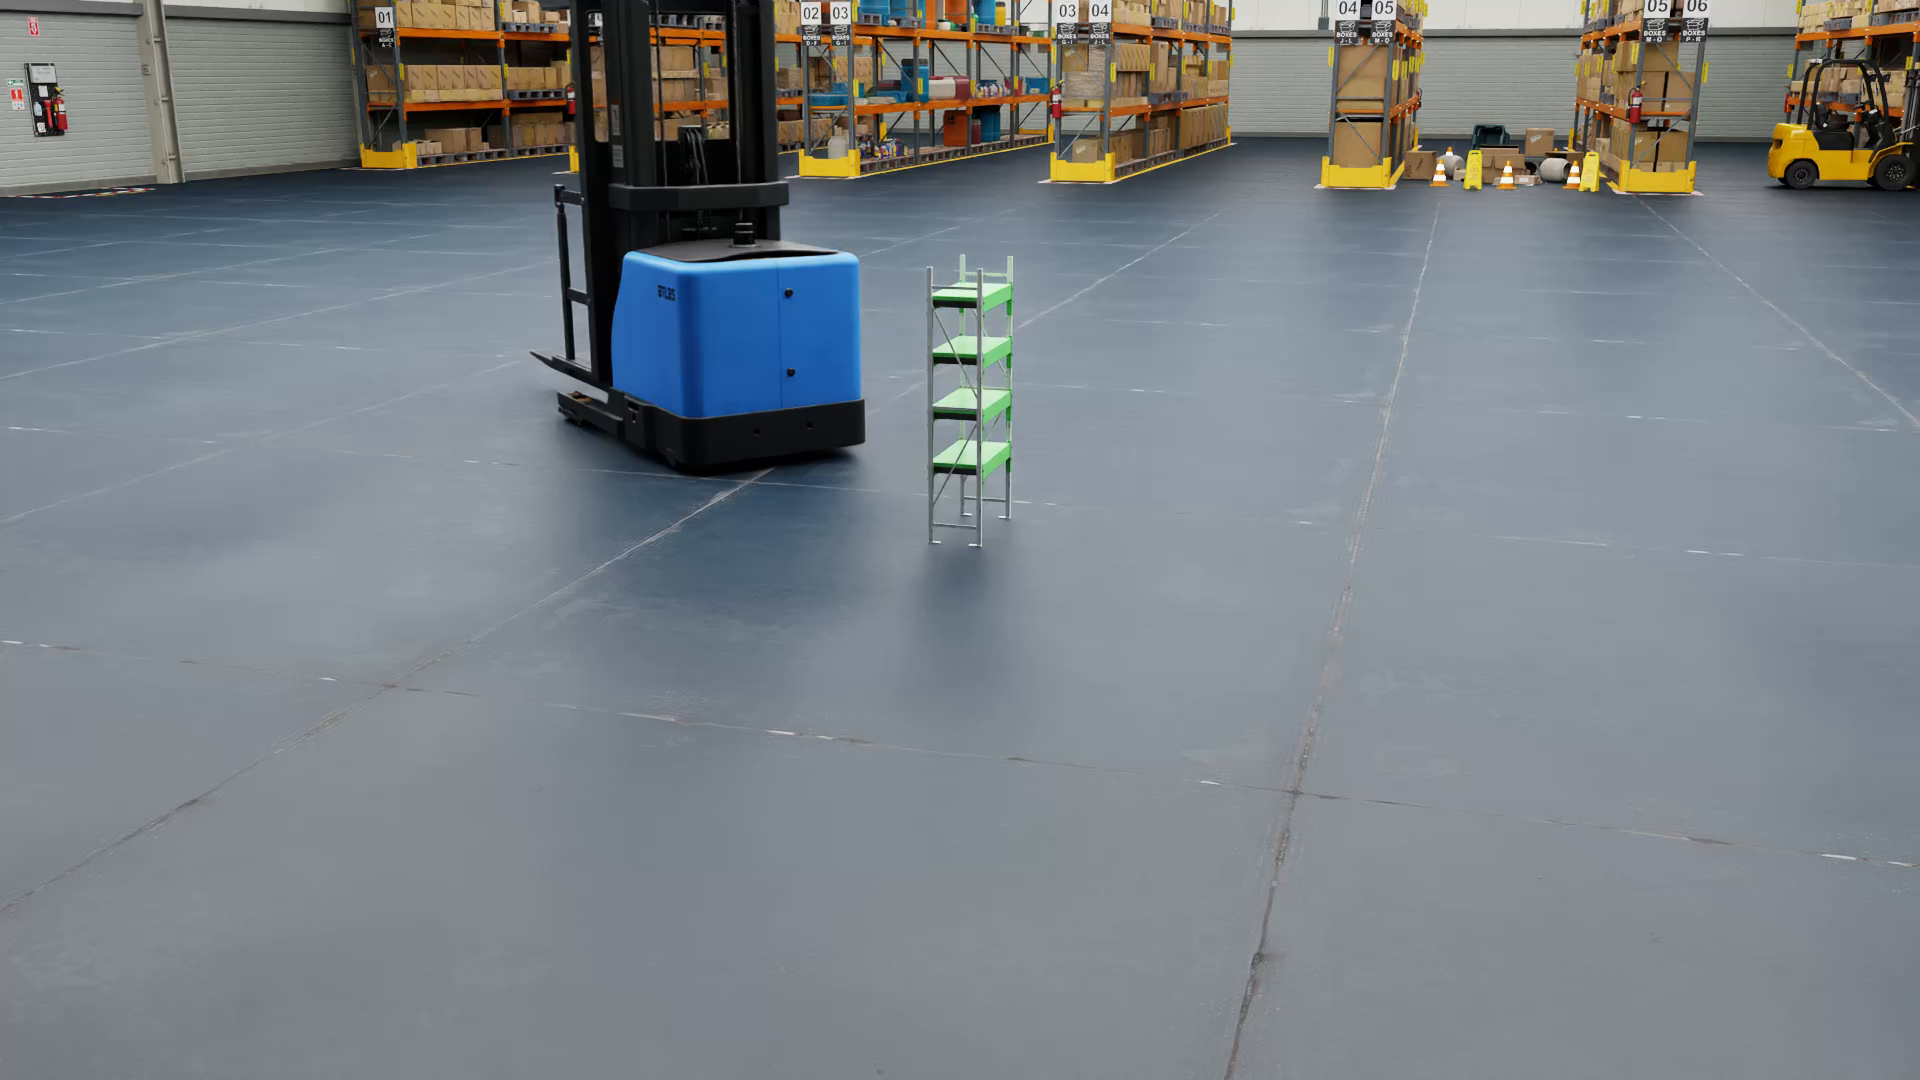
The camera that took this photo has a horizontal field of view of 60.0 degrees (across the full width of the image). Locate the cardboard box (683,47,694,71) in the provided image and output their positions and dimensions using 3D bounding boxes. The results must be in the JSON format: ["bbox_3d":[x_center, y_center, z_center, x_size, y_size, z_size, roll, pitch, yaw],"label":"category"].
[{"bbox_3d":[-6.233,-10.471,36.188,0.700,0.500,0.500,5,17,16],"label":"cardboard box"}]

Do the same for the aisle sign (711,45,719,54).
[{"bbox_3d":[-7.145,-14.684,48.838,0.394,0.787,0.004,5,16,16],"label":"aisle sign"}]

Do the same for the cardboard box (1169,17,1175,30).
[{"bbox_3d":[4.347,-11.158,35.949,0.500,0.250,0.500,5,17,17],"label":"cardboard box"}]

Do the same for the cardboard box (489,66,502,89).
[{"bbox_3d":[-10.701,-10.449,37.535,0.500,0.500,0.500,5,16,16],"label":"cardboard box"}]

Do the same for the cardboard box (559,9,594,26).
[{"bbox_3d":[-9.647,-13.177,41.801,0.700,0.500,0.500,3,16,12],"label":"cardboard box"}]

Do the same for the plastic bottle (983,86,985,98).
[{"bbox_3d":[0.577,-10.907,40.501,0.061,0.283,0.133,5,16,16],"label":"plastic bottle"}]

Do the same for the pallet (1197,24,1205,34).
[{"bbox_3d":[5.444,-12.346,40.214,0.805,0.209,1.217,4,16,14],"label":"pallet"}]

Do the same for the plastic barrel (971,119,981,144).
[{"bbox_3d":[0.216,-10.043,40.891,0.600,0.588,0.708,5,16,16],"label":"plastic barrel"}]

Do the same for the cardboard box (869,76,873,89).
[{"bbox_3d":[-2.713,-12.828,46.877,0.500,0.500,0.500,5,17,16],"label":"cardboard box"}]

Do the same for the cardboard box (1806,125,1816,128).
[{"bbox_3d":[20.216,-9.488,39.093,0.700,0.500,0.500,4,16,14],"label":"cardboard box"}]

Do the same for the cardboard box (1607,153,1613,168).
[{"bbox_3d":[12.459,-7.123,31.216,0.500,0.250,0.500,4,16,13],"label":"cardboard box"}]

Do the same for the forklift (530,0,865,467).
[{"bbox_3d":[-1.720,-2.132,9.475,1.130,2.935,3.031,-10,19,-31],"label":"forklift"}]

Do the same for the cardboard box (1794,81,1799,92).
[{"bbox_3d":[20.525,-10.974,40.253,0.500,0.250,0.500,5,17,16],"label":"cardboard box"}]

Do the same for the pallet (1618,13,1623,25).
[{"bbox_3d":[13.163,-9.883,31.525,1.213,0.211,1.003,5,16,16],"label":"pallet"}]

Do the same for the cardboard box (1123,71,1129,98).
[{"bbox_3d":[2.794,-8.830,32.235,0.875,0.500,0.500,5,16,16],"label":"cardboard box"}]

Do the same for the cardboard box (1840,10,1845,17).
[{"bbox_3d":[19.084,-11.278,35.606,0.380,0.149,0.250,5,17,17],"label":"cardboard box"}]

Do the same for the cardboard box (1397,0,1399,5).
[{"bbox_3d":[7.379,-9.326,28.721,0.380,0.149,0.250,5,17,16],"label":"cardboard box"}]

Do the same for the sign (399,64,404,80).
[{"bbox_3d":[-11.480,-9.626,34.184,0.100,0.325,0.005,5,16,16],"label":"sign"}]

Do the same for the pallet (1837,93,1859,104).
[{"bbox_3d":[18.907,-9.131,34.375,1.213,0.211,1.003,5,16,16],"label":"pallet"}]

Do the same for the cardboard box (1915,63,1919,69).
[{"bbox_3d":[17.270,-8.436,29.659,0.380,0.149,0.250,5,17,17],"label":"cardboard box"}]

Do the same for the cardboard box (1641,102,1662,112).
[{"bbox_3d":[11.650,-7.325,28.116,0.380,0.149,0.250,5,17,18],"label":"cardboard box"}]

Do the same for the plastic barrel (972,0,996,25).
[{"bbox_3d":[0.570,-13.051,40.660,0.600,0.901,0.708,5,16,16],"label":"plastic barrel"}]

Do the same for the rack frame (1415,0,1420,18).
[{"bbox_3d":[10.384,-13.714,39.189,1.000,3.000,0.127,5,16,16],"label":"rack frame"}]

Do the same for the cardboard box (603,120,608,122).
[{"bbox_3d":[-7.112,-8.535,34.818,0.500,0.500,0.500,5,16,16],"label":"cardboard box"}]

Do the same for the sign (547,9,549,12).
[{"bbox_3d":[-10.256,-13.120,41.498,0.100,0.325,0.005,5,16,16],"label":"sign"}]

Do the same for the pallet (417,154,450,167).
[{"bbox_3d":[-11.714,-8.140,35.641,1.003,0.211,1.213,5,16,16],"label":"pallet"}]

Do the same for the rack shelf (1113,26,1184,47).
[{"bbox_3d":[3.952,-10.766,35.611,1.077,0.370,4.000,5,16,16],"label":"rack shelf"}]

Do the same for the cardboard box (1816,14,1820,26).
[{"bbox_3d":[20.110,-12.016,38.429,0.500,0.250,0.500,5,17,17],"label":"cardboard box"}]

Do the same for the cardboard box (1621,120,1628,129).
[{"bbox_3d":[11.917,-7.348,29.447,0.380,0.149,0.250,5,17,18],"label":"cardboard box"}]

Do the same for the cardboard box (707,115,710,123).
[{"bbox_3d":[-7.698,-12.115,48.358,0.700,0.500,0.500,5,16,16],"label":"cardboard box"}]

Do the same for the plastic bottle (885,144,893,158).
[{"bbox_3d":[-1.468,-8.064,34.447,0.152,0.276,0.135,5,17,17],"label":"plastic bottle"}]

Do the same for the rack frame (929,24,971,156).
[{"bbox_3d":[-0.228,-10.577,39.121,1.000,3.000,0.127,5,16,16],"label":"rack frame"}]

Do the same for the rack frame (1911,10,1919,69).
[{"bbox_3d":[17.645,-7.994,30.015,1.000,3.000,0.127,5,16,16],"label":"rack frame"}]

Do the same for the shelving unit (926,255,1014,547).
[{"bbox_3d":[0.047,-0.621,7.318,0.258,1.200,0.503,5,16,16],"label":"shelving unit"}]

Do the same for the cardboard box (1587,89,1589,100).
[{"bbox_3d":[14.781,-10.304,38.434,0.500,0.250,0.500,4,16,15],"label":"cardboard box"}]

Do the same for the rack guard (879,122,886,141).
[{"bbox_3d":[-2.724,-11.832,48.129,1.175,0.500,0.348,5,16,16],"label":"rack guard"}]

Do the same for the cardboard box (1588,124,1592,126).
[{"bbox_3d":[15.952,-10.066,41.247,0.875,0.438,0.875,5,17,17],"label":"cardboard box"}]

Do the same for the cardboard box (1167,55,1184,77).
[{"bbox_3d":[4.744,-10.913,38.287,0.797,0.503,0.637,5,17,18],"label":"cardboard box"}]

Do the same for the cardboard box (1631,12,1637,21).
[{"bbox_3d":[11.976,-9.174,29.138,0.380,0.149,0.250,4,16,15],"label":"cardboard box"}]

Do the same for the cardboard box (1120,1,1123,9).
[{"bbox_3d":[2.813,-9.918,30.847,0.380,0.149,0.250,5,17,18],"label":"cardboard box"}]

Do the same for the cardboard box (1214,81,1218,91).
[{"bbox_3d":[6.330,-11.678,42.735,0.500,0.250,0.500,5,17,17],"label":"cardboard box"}]

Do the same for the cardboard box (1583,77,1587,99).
[{"bbox_3d":[15.186,-10.795,39.707,0.500,0.500,0.500,4,16,15],"label":"cardboard box"}]

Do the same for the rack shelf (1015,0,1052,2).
[{"bbox_3d":[1.477,-14.494,43.990,1.077,0.370,4.000,5,16,16],"label":"rack shelf"}]

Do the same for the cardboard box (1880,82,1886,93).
[{"bbox_3d":[17.991,-8.709,31.896,0.500,0.250,0.500,5,17,17],"label":"cardboard box"}]

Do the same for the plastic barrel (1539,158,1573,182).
[{"bbox_3d":[10.884,-6.749,30.349,0.421,0.421,0.512,-10,19,-32],"label":"plastic barrel"}]

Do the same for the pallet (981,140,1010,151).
[{"bbox_3d":[0.649,-10.083,42.491,1.003,0.211,1.213,5,16,16],"label":"pallet"}]

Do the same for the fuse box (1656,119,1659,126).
[{"bbox_3d":[19.848,-12.173,47.111,0.539,1.711,0.414,5,16,16],"label":"fuse box"}]

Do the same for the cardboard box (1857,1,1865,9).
[{"bbox_3d":[18.896,-11.132,34.582,0.380,0.149,0.250,4,16,15],"label":"cardboard box"}]

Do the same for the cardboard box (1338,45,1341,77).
[{"bbox_3d":[7.184,-8.525,29.635,0.875,0.550,0.550,5,16,16],"label":"cardboard box"}]

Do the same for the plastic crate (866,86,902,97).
[{"bbox_3d":[-1.636,-9.373,34.992,0.767,0.338,0.504,5,16,16],"label":"plastic crate"}]

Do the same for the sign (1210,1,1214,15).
[{"bbox_3d":[6.180,-13.043,40.794,0.100,0.325,0.005,5,16,16],"label":"sign"}]
